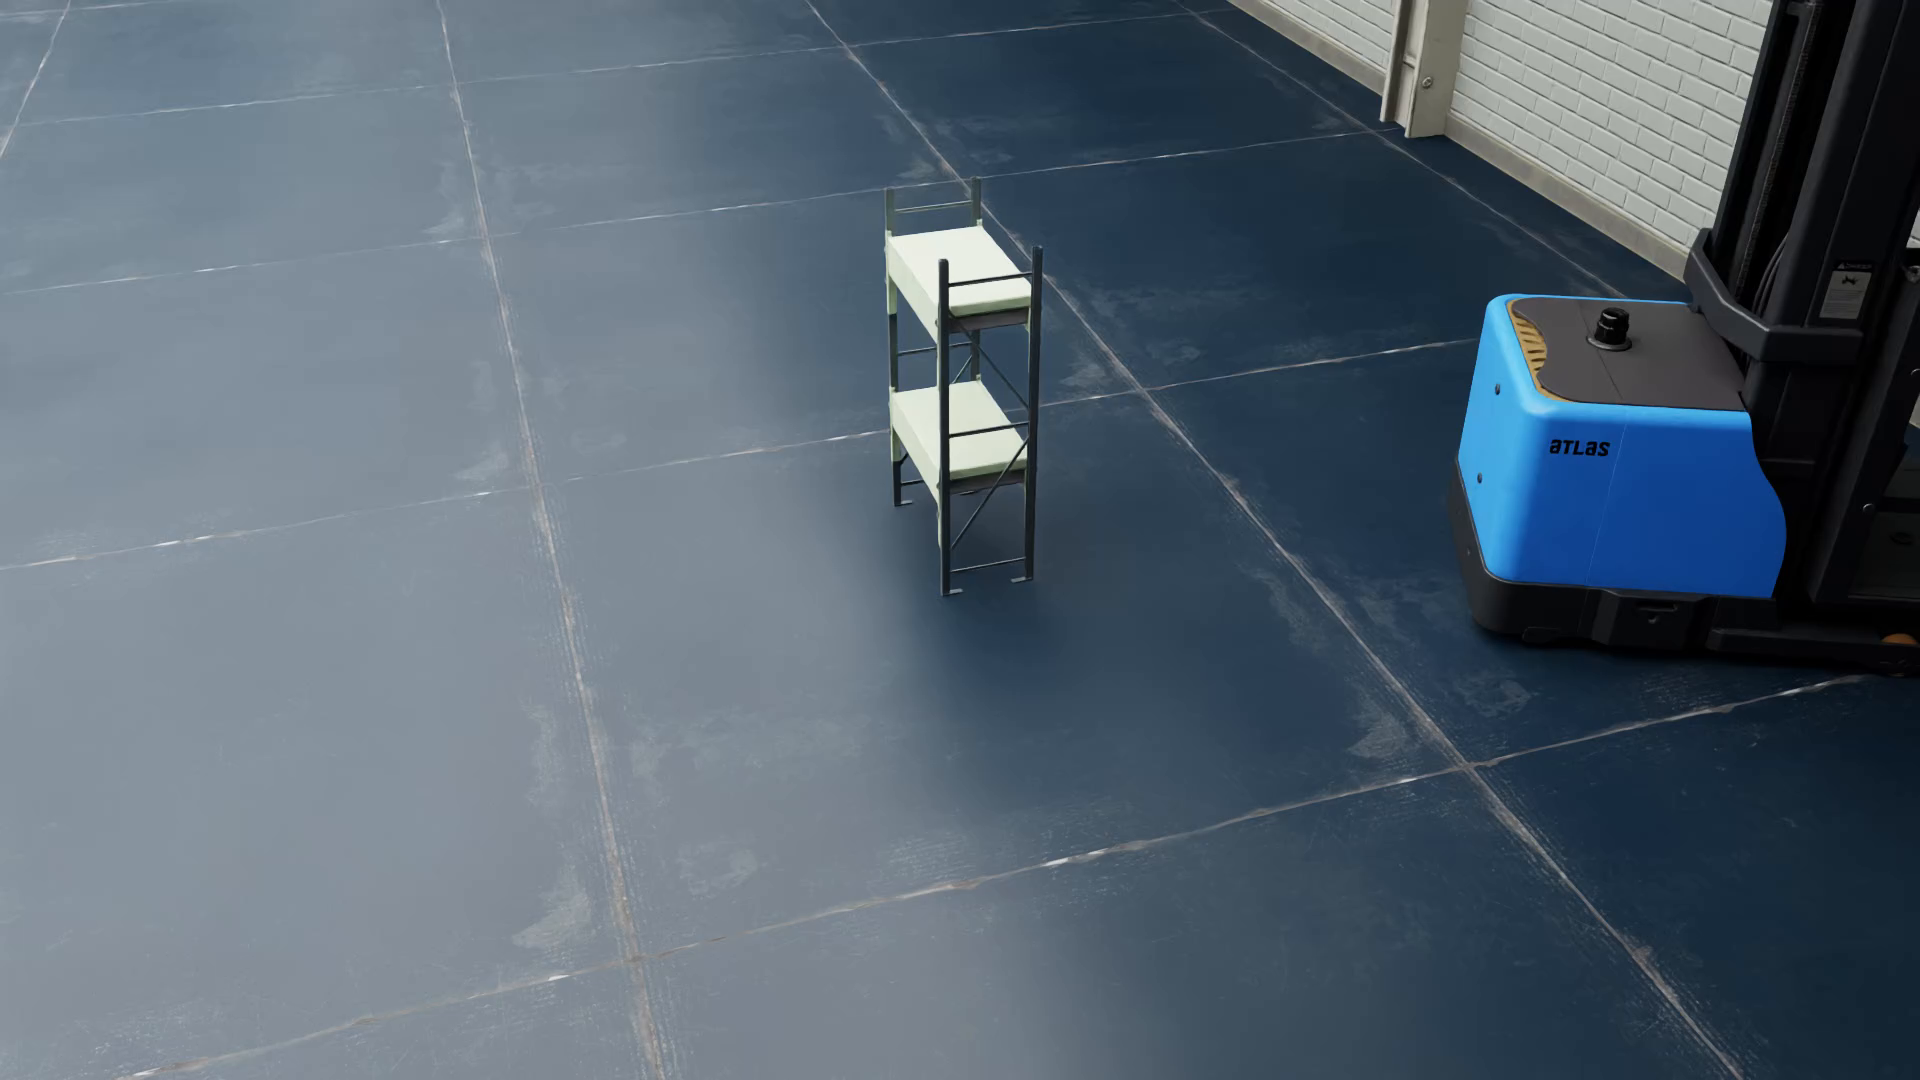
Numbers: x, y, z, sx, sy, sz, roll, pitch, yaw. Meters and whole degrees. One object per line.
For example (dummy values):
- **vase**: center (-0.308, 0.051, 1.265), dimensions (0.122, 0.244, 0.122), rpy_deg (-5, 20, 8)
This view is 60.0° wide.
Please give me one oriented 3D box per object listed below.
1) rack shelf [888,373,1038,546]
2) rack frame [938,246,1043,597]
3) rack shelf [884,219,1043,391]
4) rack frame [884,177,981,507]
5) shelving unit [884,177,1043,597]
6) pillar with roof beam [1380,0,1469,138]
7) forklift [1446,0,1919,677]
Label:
- **rack shelf**: center (0.002, -0.350, 7.011), dimensions (0.431, 0.370, 0.720), rpy_deg (-10, 35, -15)
- **rack frame**: center (0.114, -0.430, 6.540), dimensions (0.400, 1.500, 0.023), rpy_deg (-10, 35, -15)
- **rack shelf**: center (0.002, -0.948, 6.616), dimensions (0.431, 0.370, 0.720), rpy_deg (-10, 35, -15)
- **rack frame**: center (-0.110, -0.814, 7.122), dimensions (0.400, 1.500, 0.023), rpy_deg (-10, 35, -15)
- **shelving unit**: center (0.002, -0.622, 6.831), dimensions (0.431, 1.500, 0.755), rpy_deg (-10, 35, -15)
- **pillar with roof beam**: center (-0.934, -5.921, 8.047), dimensions (9.100, 9.000, 0.400), rpy_deg (-10, 35, -15)
- **forklift**: center (3.606, -0.992, 6.093), dimensions (3.031, 2.935, 1.130), rpy_deg (4, 34, 6)
